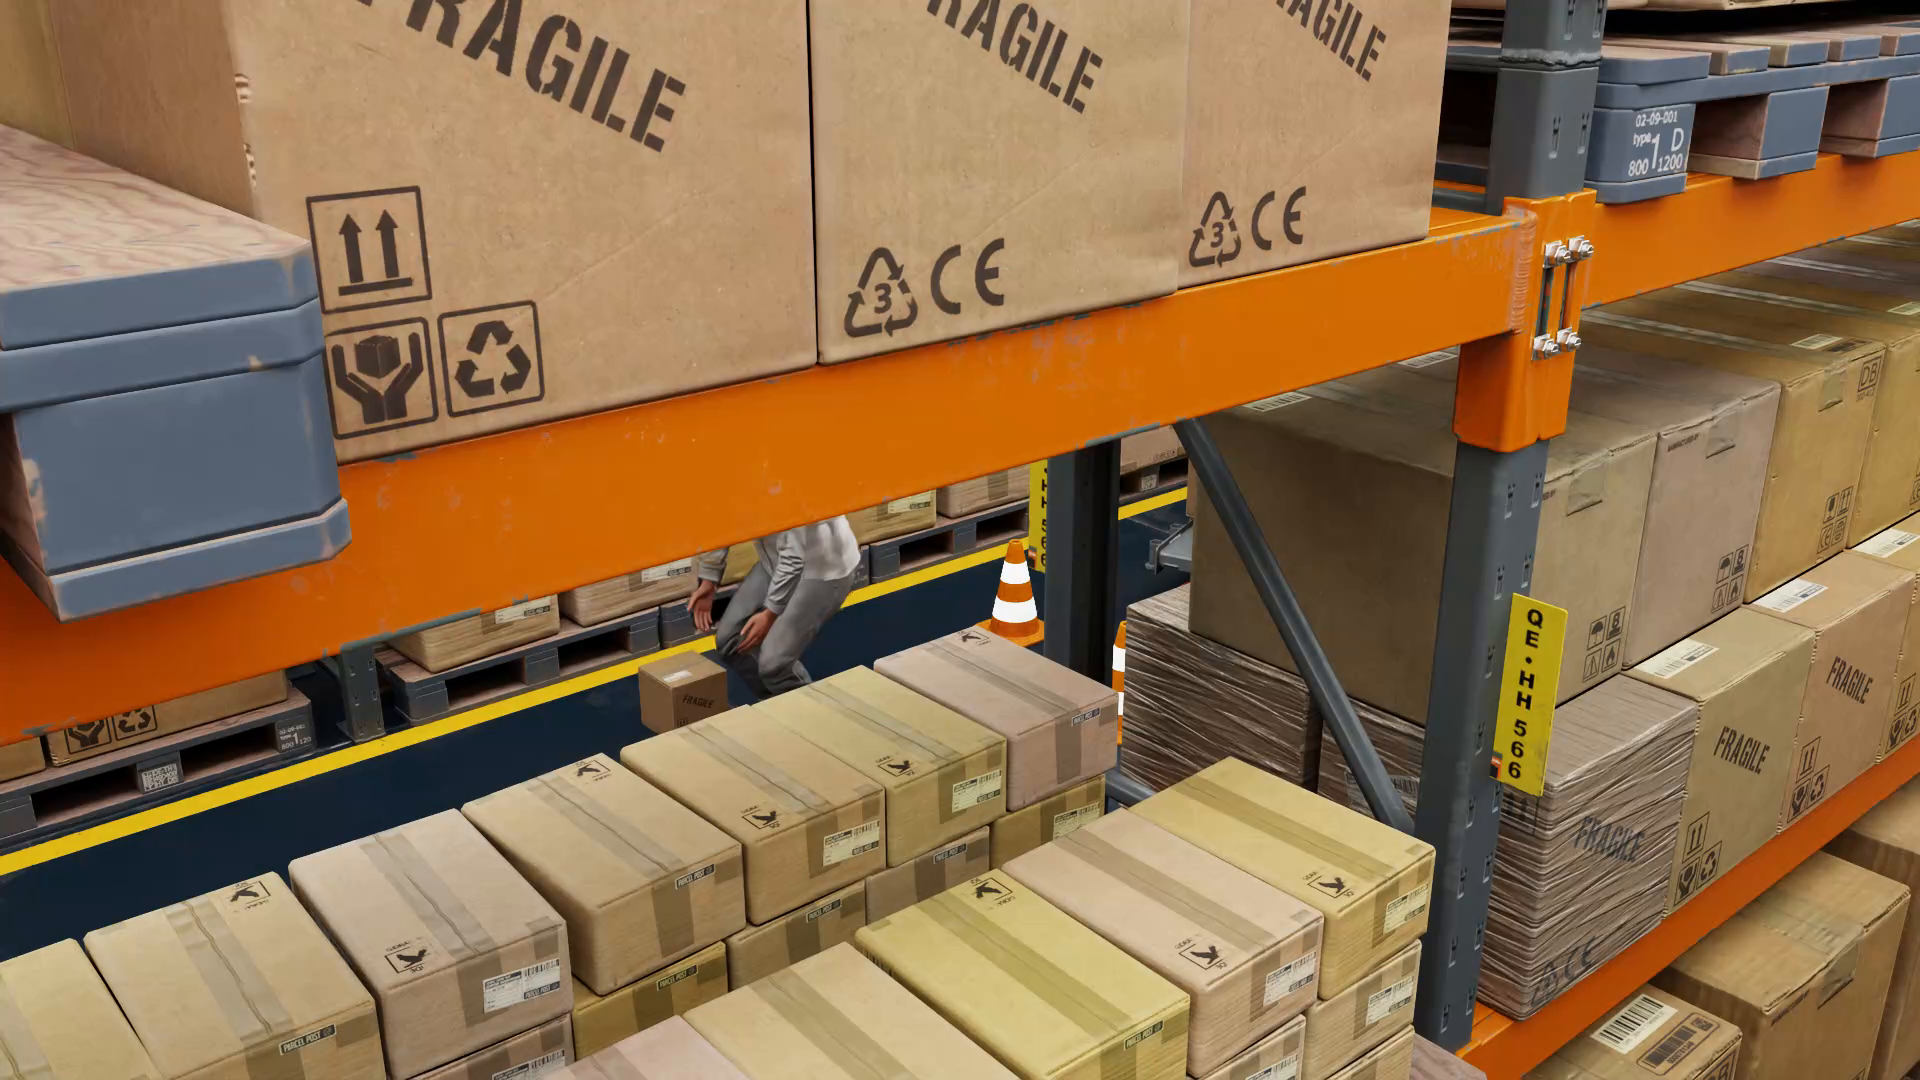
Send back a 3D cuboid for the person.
[{"bbox_3d":[-0.744,0.155,6.598,0.752,1.450,0.592,-17,27,-37],"label":"person"}]
